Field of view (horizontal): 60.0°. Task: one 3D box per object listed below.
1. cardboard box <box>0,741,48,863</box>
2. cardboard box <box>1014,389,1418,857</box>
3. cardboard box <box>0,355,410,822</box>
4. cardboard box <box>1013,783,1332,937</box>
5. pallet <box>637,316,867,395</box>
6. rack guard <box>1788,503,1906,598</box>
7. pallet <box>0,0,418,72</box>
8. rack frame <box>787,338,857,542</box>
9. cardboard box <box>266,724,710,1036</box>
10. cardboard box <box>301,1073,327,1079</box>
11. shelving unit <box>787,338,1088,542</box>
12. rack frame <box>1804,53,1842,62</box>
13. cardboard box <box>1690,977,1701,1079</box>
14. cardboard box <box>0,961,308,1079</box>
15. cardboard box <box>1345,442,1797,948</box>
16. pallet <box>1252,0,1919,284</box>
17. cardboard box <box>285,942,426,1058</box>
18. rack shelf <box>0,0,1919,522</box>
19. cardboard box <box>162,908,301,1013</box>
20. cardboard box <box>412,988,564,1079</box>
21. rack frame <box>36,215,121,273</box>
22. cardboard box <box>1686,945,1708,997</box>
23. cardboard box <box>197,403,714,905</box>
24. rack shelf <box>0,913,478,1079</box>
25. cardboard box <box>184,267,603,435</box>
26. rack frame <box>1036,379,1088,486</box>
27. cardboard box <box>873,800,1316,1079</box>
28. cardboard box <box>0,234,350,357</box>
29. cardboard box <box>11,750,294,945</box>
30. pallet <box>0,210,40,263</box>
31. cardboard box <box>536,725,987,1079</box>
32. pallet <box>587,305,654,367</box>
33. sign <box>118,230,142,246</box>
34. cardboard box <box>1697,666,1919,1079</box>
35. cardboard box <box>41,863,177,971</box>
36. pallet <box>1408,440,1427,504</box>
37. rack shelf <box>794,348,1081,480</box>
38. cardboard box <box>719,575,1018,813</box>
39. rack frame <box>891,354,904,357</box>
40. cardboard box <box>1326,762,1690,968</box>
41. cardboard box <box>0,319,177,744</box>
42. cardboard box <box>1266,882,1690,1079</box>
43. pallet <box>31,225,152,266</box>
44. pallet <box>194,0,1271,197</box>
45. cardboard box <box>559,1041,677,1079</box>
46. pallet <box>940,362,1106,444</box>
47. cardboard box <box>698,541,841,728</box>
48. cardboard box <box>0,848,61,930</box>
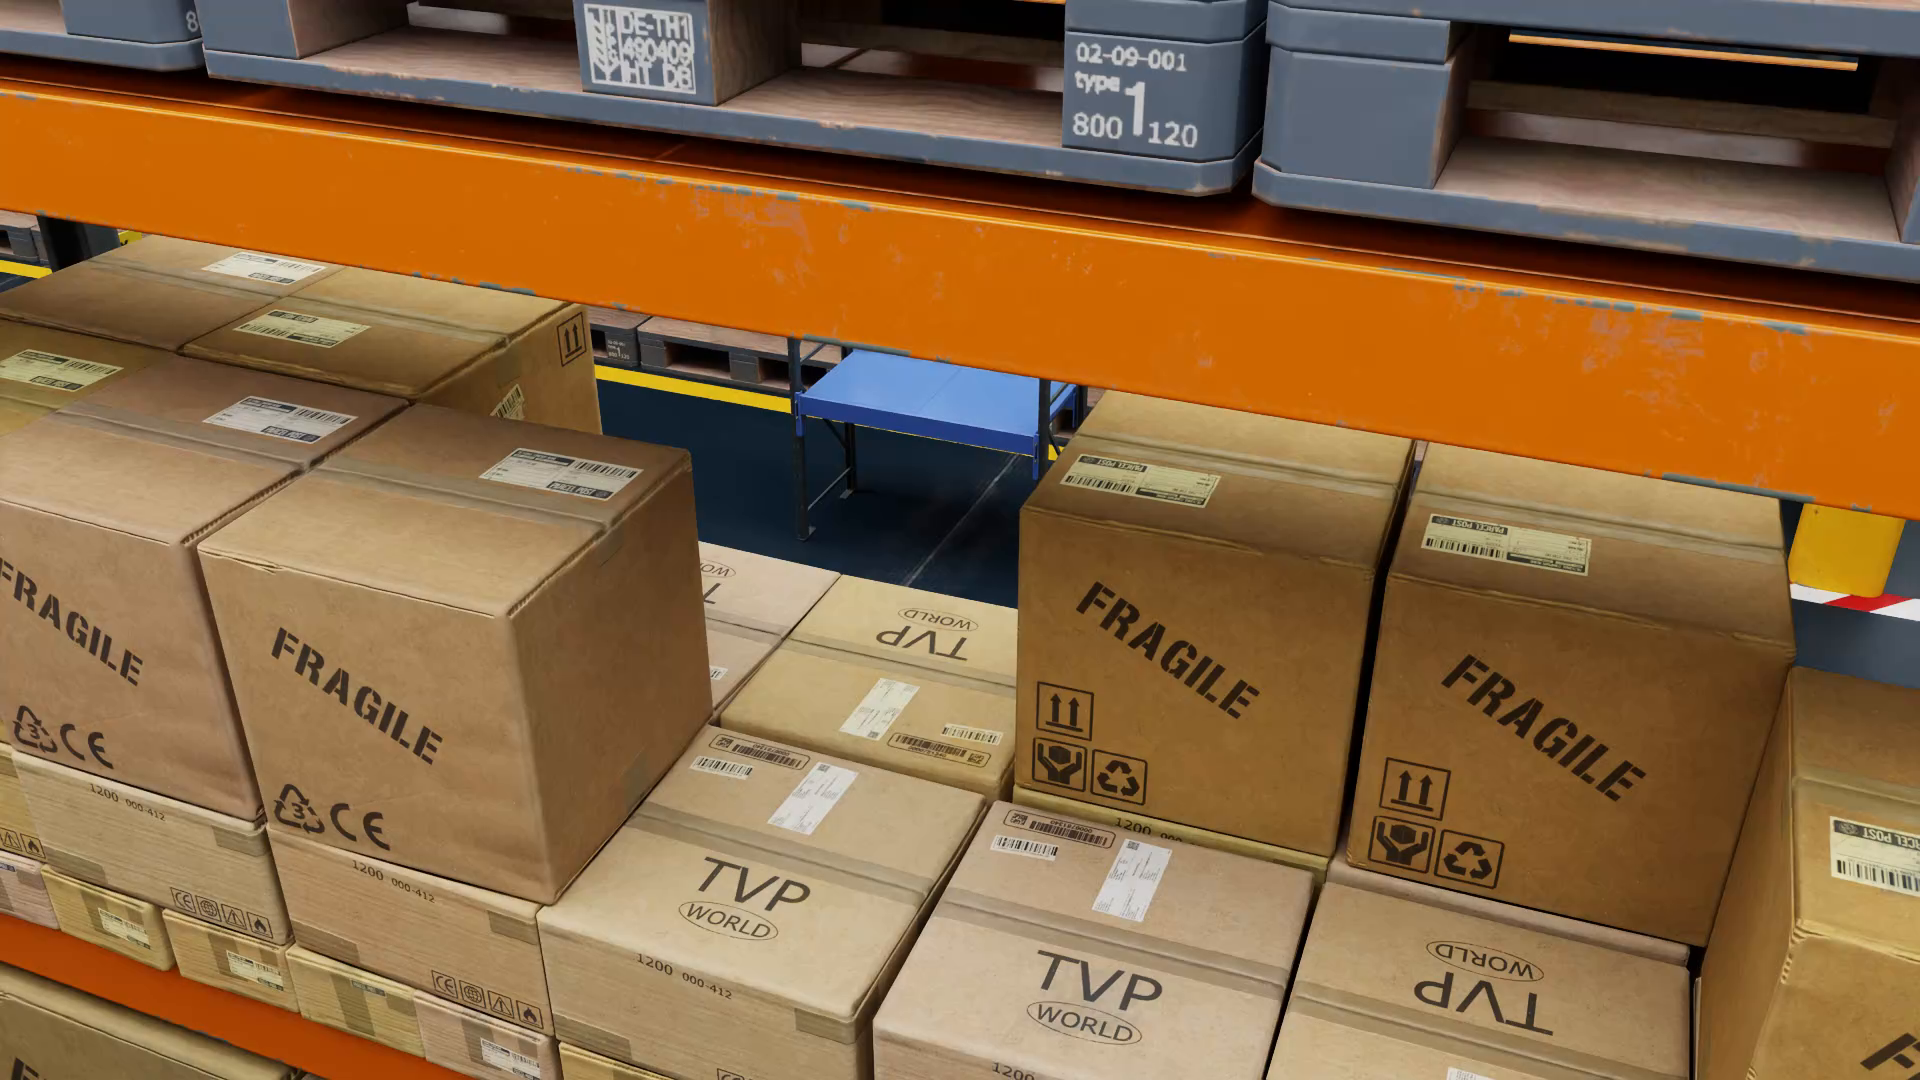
[{"bbox_3d":[-1.676,0.289,3.040,0.500,0.250,0.500,11,31,18],"label":"cardboard box"},{"bbox_3d":[0.405,0.099,2.614,0.500,0.500,0.500,10,31,18],"label":"cardboard box"},{"bbox_3d":[-1.212,0.056,2.690,0.500,0.500,0.500,11,31,19],"label":"cardboard box"},{"bbox_3d":[0.402,0.423,2.803,0.500,0.250,0.500,10,31,17],"label":"cardboard box"},{"bbox_3d":[-0.850,-1.059,8.409,1.213,0.211,1.003,11,31,19],"label":"pallet"},{"bbox_3d":[3.583,-0.284,6.745,0.348,0.500,1.175,11,31,19],"label":"rack guard"},{"bbox_3d":[-1.259,-0.964,2.449,1.213,0.211,1.003,11,31,19],"label":"pallet"},{"bbox_3d":[-0.550,-0.763,6.575,0.032,1.500,0.500,11,31,19],"label":"rack frame"},{"bbox_3d":[-0.735,0.477,2.708,0.500,0.250,0.500,12,32,20],"label":"cardboard box"},{"bbox_3d":[-0.598,1.214,3.285,0.875,0.875,0.875,11,31,19],"label":"cardboard box"},{"bbox_3d":[-0.079,-0.669,6.409,1.048,1.500,0.538,11,31,19],"label":"shelving unit"},{"bbox_3d":[5.422,-3.629,10.122,0.127,3.000,1.000,11,31,19],"label":"rack frame"},{"bbox_3d":[1.145,0.854,2.040,0.500,0.250,0.500,11,31,18],"label":"cardboard box"},{"bbox_3d":[-1.431,1.048,3.580,0.875,0.875,0.875,11,31,19],"label":"cardboard box"},{"bbox_3d":[0.887,0.192,2.450,0.500,0.500,0.500,11,31,18],"label":"cardboard box"},{"bbox_3d":[1.002,-0.512,1.650,1.213,0.211,1.003,11,31,19],"label":"pallet"},{"bbox_3d":[-0.895,0.655,2.798,0.250,0.149,0.380,11,31,18],"label":"cardboard box"},{"bbox_3d":[-0.160,-0.475,2.225,4.000,0.370,1.077,11,31,19],"label":"rack shelf"},{"bbox_3d":[-1.132,0.608,2.881,0.250,0.149,0.380,10,31,18],"label":"cardboard box"},{"bbox_3d":[-0.663,0.703,2.714,0.250,0.149,0.380,12,32,20],"label":"cardboard box"},{"bbox_3d":[-2.013,0.147,3.441,0.127,3.000,1.000,11,31,19],"label":"rack frame"},{"bbox_3d":[1.350,0.611,2.470,0.500,0.250,0.500,10,31,18],"label":"cardboard box"},{"bbox_3d":[-0.728,0.151,2.523,0.500,0.500,0.500,10,31,18],"label":"cardboard box"},{"bbox_3d":[-0.160,0.830,2.964,4.000,0.370,1.077,11,31,19],"label":"rack shelf"},{"bbox_3d":[-1.024,-0.186,3.118,0.500,0.500,0.500,12,31,20],"label":"cardboard box"},{"bbox_3d":[0.392,-0.575,6.242,0.032,1.500,0.500,11,31,19],"label":"rack frame"},{"bbox_3d":[0.203,0.666,2.373,0.500,0.250,0.500,10,31,17],"label":"cardboard box"},{"bbox_3d":[-1.486,-0.280,3.286,0.500,0.500,0.500,12,32,21],"label":"cardboard box"},{"bbox_3d":[-1.217,0.384,2.873,0.500,0.250,0.500,11,31,19],"label":"cardboard box"},{"bbox_3d":[-5.687,-2.025,10.117,1.213,0.211,1.003,11,31,19],"label":"pallet"},{"bbox_3d":[-0.281,0.572,2.540,0.500,0.250,0.500,11,31,19],"label":"cardboard box"},{"bbox_3d":[-1.985,-1.284,8.807,1.213,0.211,1.003,11,31,19],"label":"pallet"},{"bbox_3d":[-1.806,-0.517,3.657,0.005,0.325,0.100,11,31,19],"label":"sign"},{"bbox_3d":[1.143,0.526,1.859,0.500,0.500,0.500,12,32,20],"label":"cardboard box"},{"bbox_3d":[-1.376,0.560,2.966,0.250,0.149,0.380,12,32,21],"label":"cardboard box"},{"bbox_3d":[1.680,-0.554,7.515,1.213,0.211,1.003,11,31,19],"label":"pallet"},{"bbox_3d":[-0.079,-0.512,6.497,1.000,0.185,0.538,11,31,19],"label":"rack shelf"},{"bbox_3d":[-0.084,0.329,2.969,0.500,0.250,0.500,11,31,18],"label":"cardboard box"},{"bbox_3d":[-0.151,-2.111,7.437,0.127,3.000,1.000,11,31,19],"label":"rack frame"},{"bbox_3d":[0.866,0.518,2.635,0.500,0.250,0.500,11,31,19],"label":"cardboard box"},{"bbox_3d":[-1.665,-0.038,2.857,0.500,0.500,0.500,11,31,19],"label":"cardboard box"},{"bbox_3d":[0.675,0.760,2.207,0.500,0.250,0.500,11,31,18],"label":"cardboard box"},{"bbox_3d":[-4.561,-1.798,9.717,1.213,0.211,1.003,11,31,19],"label":"pallet"},{"bbox_3d":[-0.132,-0.737,2.048,1.213,0.211,1.003,11,31,19],"label":"pallet"},{"bbox_3d":[-0.419,0.751,2.629,0.250,0.149,0.380,10,31,18],"label":"cardboard box"},{"bbox_3d":[0.545,-0.779,7.913,1.213,0.211,1.003,11,31,19],"label":"pallet"},{"bbox_3d":[-0.552,0.234,3.138,0.500,0.250,0.500,12,32,20],"label":"cardboard box"},{"bbox_3d":[-1.621,0.512,3.052,0.250,0.149,0.380,10,31,17],"label":"cardboard box"}]
